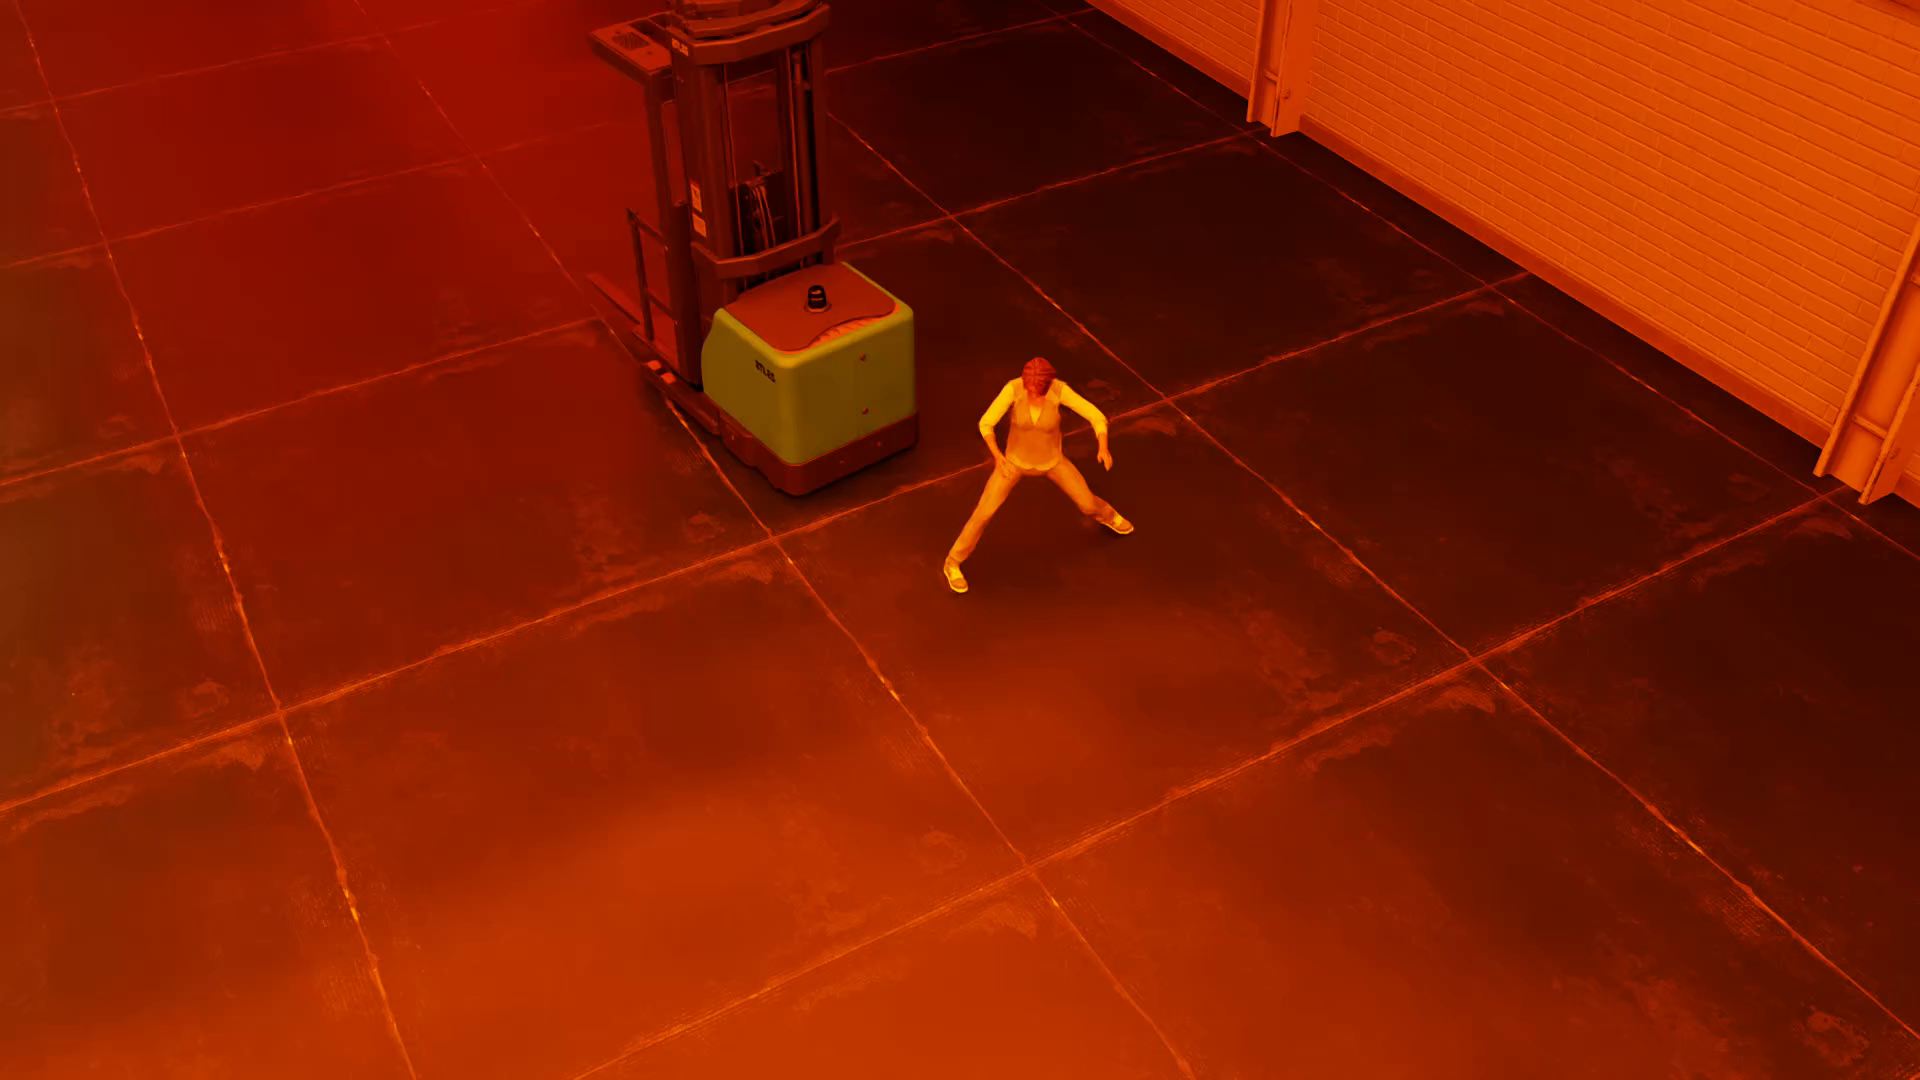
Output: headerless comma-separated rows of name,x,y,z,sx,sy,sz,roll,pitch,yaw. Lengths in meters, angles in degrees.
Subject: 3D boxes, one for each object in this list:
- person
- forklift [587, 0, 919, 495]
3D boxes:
person,0.489,-0.430,9.747,1.155,1.408,0.748,2,40,2
forklift,-1.576,-2.295,10.803,1.130,2.935,3.031,-27,47,-28
